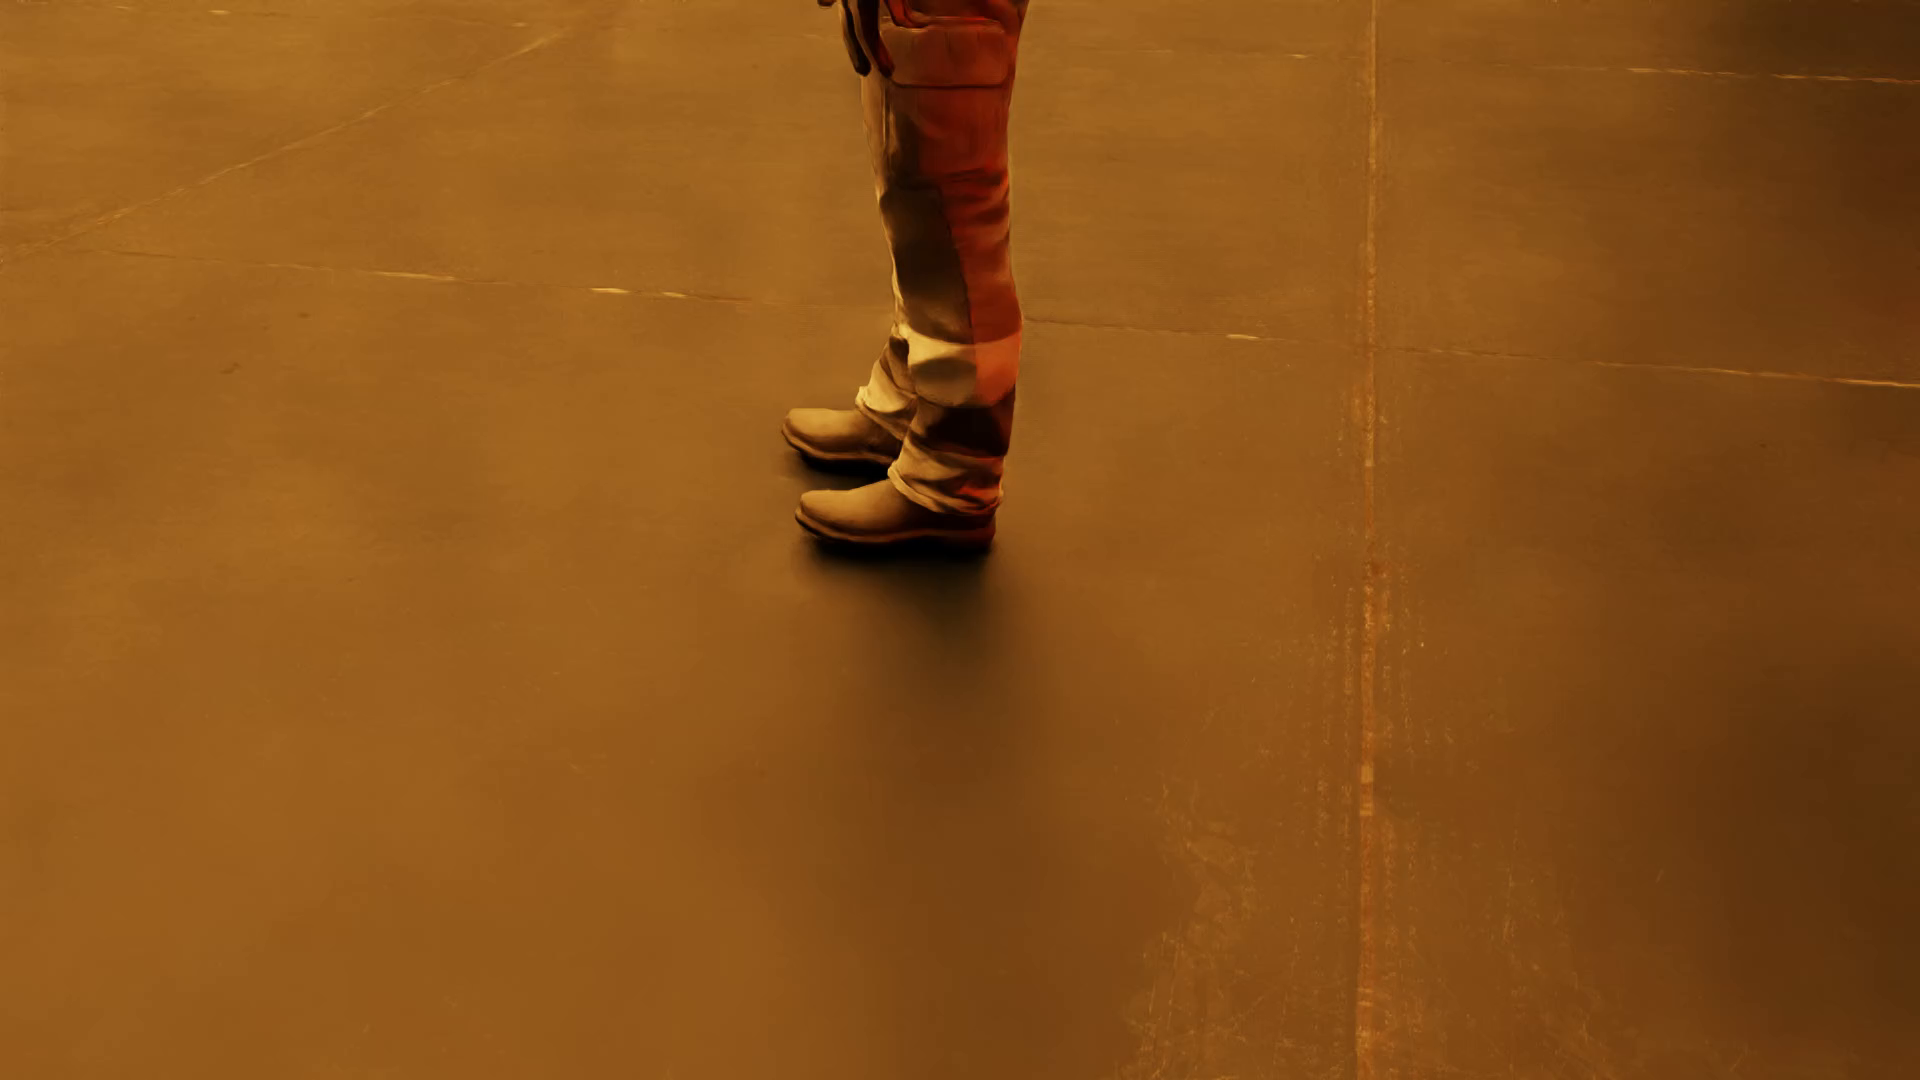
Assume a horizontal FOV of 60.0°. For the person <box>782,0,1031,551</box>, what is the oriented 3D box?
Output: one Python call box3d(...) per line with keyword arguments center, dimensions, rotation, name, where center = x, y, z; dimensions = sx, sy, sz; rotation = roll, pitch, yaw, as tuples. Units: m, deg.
box3d(center=(-0.076, -0.818, 2.119), dimensions=(0.563, 1.787, 0.637), rotation=(6, 27, 11), name="person")
